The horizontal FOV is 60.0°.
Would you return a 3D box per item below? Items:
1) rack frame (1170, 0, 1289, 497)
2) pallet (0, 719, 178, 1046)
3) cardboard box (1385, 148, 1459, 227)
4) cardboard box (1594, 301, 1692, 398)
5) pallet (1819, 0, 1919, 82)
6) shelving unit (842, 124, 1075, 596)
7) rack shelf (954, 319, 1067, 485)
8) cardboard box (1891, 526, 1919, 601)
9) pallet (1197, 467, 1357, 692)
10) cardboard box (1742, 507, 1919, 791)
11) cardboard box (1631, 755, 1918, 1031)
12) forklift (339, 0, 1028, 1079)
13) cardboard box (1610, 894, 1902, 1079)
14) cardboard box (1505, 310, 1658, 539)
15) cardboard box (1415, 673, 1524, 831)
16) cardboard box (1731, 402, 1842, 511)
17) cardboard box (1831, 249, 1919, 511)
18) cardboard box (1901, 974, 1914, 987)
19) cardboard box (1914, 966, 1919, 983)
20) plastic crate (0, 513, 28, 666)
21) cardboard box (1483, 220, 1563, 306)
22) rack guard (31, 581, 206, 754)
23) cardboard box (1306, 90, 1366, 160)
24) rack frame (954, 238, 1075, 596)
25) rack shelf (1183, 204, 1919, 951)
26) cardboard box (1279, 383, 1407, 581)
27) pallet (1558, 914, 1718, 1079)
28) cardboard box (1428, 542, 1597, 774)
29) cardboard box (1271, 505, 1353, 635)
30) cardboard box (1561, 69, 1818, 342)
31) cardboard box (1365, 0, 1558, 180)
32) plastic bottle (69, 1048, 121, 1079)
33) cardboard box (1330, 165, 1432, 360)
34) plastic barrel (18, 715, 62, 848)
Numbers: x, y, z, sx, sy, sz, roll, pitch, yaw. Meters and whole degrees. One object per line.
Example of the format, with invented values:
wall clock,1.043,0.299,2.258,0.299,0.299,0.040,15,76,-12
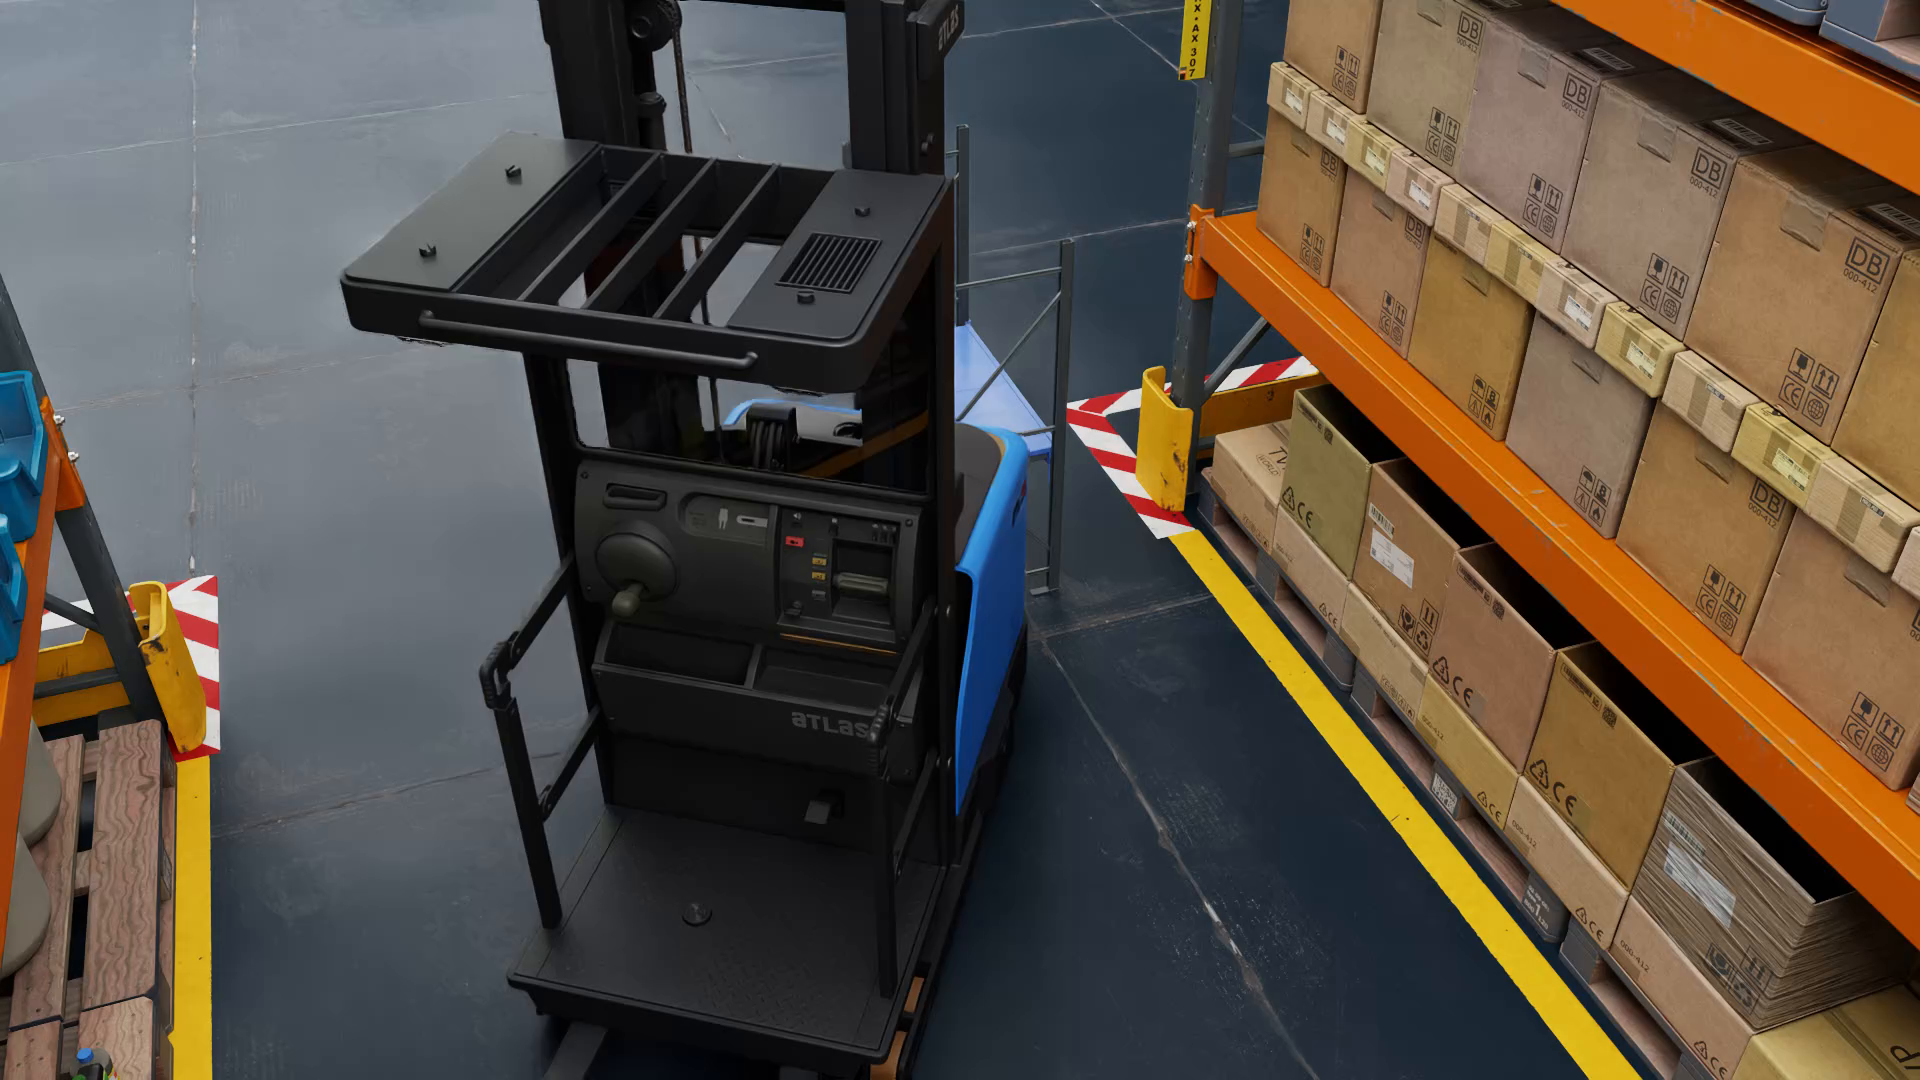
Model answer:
rack frame,1.348,-1.507,6.257,1.000,3.000,0.127,-12,39,-16
pallet,-2.959,1.124,5.083,1.003,0.211,1.213,-12,39,-16
cardboard box,1.544,-1.107,5.104,0.380,0.149,0.250,-13,39,-17
cardboard box,1.900,-0.522,4.328,0.380,0.149,0.250,-11,38,-14
pallet,2.407,-0.886,3.014,1.003,0.211,1.213,-12,39,-16
shelving unit,-0.029,-0.647,6.363,0.538,1.500,1.048,-12,39,-16
rack shelf,-0.029,-0.504,6.471,0.538,0.185,1.000,-12,39,-16
cardboard box,2.254,0.057,3.559,0.380,0.149,0.250,-14,39,-17
pallet,1.651,0.030,6.534,1.003,0.211,1.213,-12,39,-16
cardboard box,2.378,0.167,3.952,0.700,0.500,0.500,-13,39,-16
cardboard box,2.199,0.882,4.399,0.500,0.500,0.500,-12,39,-16
forklift,-0.611,0.116,4.160,1.130,2.935,3.031,8,38,11
cardboard box,2.197,1.182,4.624,0.500,0.250,0.500,-12,39,-16
cardboard box,2.032,-0.406,4.713,0.700,0.500,0.500,-11,38,-15
cardboard box,1.838,0.620,5.369,0.500,0.250,0.500,-12,39,-16
cardboard box,2.081,-0.231,3.941,0.380,0.149,0.250,-13,39,-16
cardboard box,2.391,-0.340,3.547,0.700,0.500,0.500,-13,39,-16
cardboard box,2.682,1.075,4.766,0.500,0.250,0.500,-12,39,-16
cardboard box,2.859,1.057,4.167,0.500,0.500,0.500,-12,39,-16
plastic crate,-2.633,0.165,4.162,0.499,0.251,0.408,-12,39,-16
cardboard box,1.726,-0.812,4.713,0.380,0.149,0.250,-13,39,-17
rack guard,-3.234,0.548,5.607,1.175,0.500,0.348,-12,39,-16
cardboard box,1.374,-1.391,5.481,0.380,0.149,0.250,-13,39,-17
rack frame,0.146,-0.360,5.981,0.500,1.500,0.032,-12,39,-16
rack shelf,2.036,-0.090,4.974,1.077,0.370,4.000,-12,39,-16
cardboard box,1.498,-0.245,5.895,0.500,0.500,0.500,-12,39,-16
pallet,2.490,1.409,4.704,1.003,0.211,1.213,-12,39,-16
cardboard box,1.837,0.321,5.144,0.500,0.500,0.500,-12,39,-16
cardboard box,1.499,0.054,6.121,0.500,0.250,0.500,-12,39,-16
cardboard box,2.048,-0.905,4.297,0.700,0.500,0.500,-12,39,-16
cardboard box,1.701,-1.473,5.051,0.700,0.500,0.500,-13,39,-17
plastic bottle,-2.260,1.405,4.351,0.097,0.201,0.097,0,37,0
cardboard box,1.682,-0.985,5.481,0.700,0.500,0.500,-11,38,-15
plastic barrel,-3.006,0.699,5.048,0.421,0.512,0.421,0,37,0
